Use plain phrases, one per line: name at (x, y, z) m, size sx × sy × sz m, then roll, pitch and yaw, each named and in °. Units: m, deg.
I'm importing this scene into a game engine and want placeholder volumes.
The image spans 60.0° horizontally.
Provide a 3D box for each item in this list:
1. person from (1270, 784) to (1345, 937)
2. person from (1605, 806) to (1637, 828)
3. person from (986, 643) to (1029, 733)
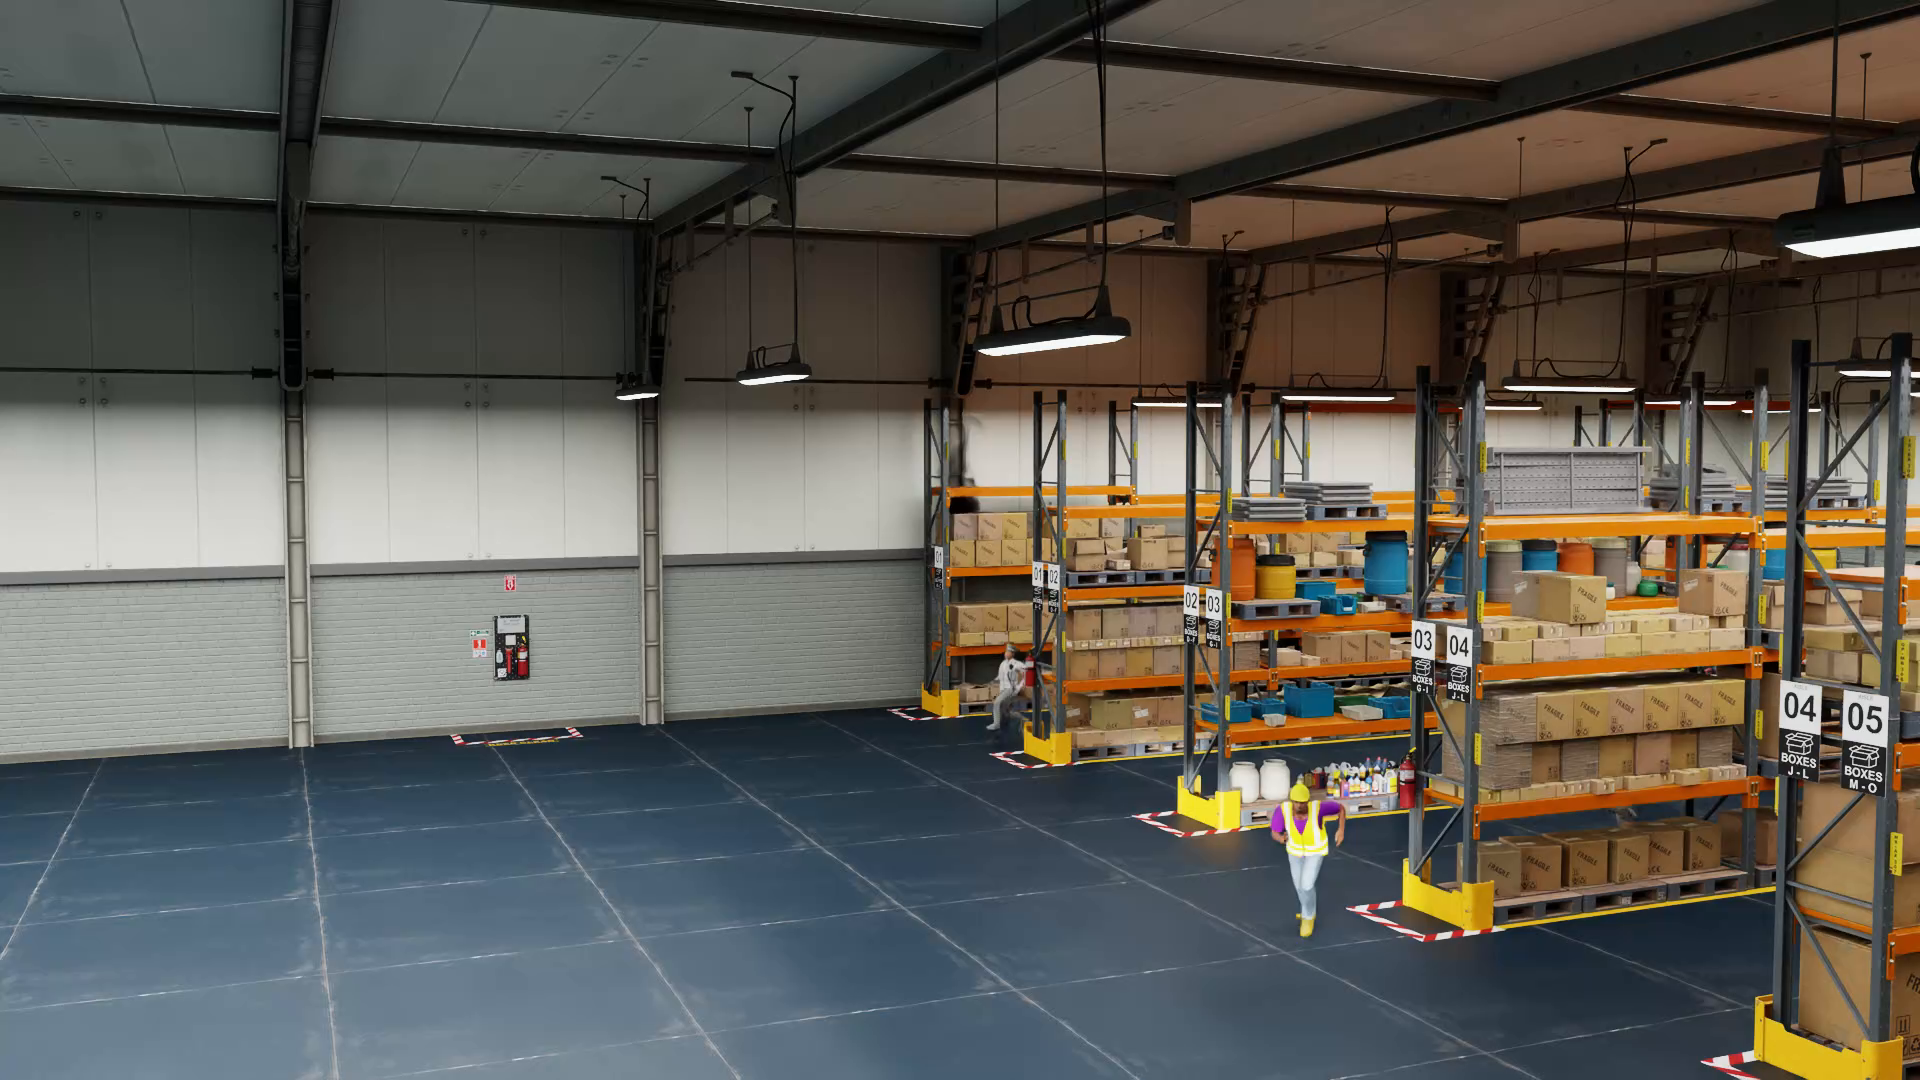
person at (3.647, 3.333, 17.432) m, size 0.735 × 1.668 × 0.958 m, roll 1°, pitch 4°, yaw 24°
person at (8.536, 3.053, 21.294) m, size 0.631 × 1.734 × 0.690 m, roll -1°, pitch 4°, yaw -22°
person at (0.833, 2.555, 28.435) m, size 0.966 × 1.583 × 0.648 m, roll -3°, pitch 4°, yaw -40°
